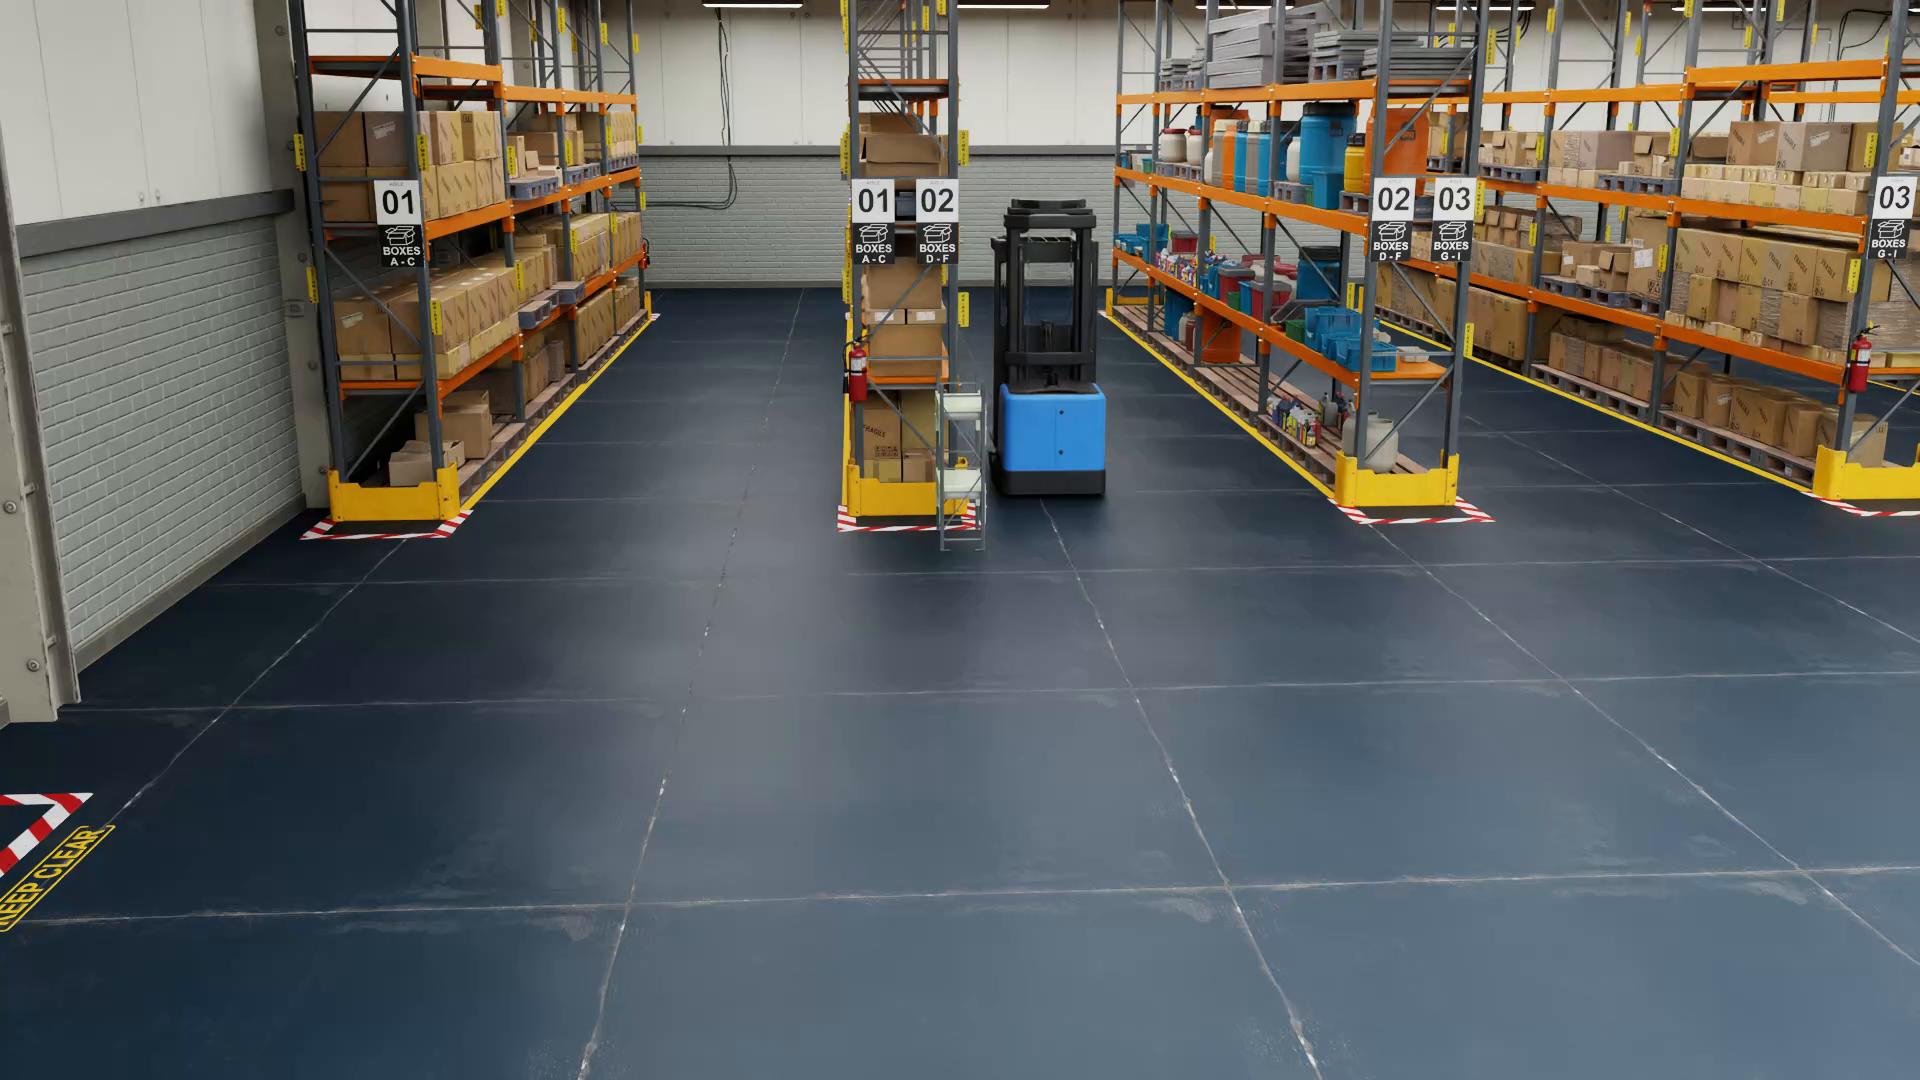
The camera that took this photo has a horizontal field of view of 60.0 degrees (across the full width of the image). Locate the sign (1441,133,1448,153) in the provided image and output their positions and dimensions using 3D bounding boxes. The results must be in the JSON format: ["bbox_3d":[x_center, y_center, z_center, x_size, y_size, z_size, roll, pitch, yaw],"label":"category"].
[{"bbox_3d":[8.068,-6.609,27.701,0.100,0.325,0.005,-1,14,-3],"label":"sign"}]

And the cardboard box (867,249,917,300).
[{"bbox_3d":[-0.580,-2.677,16.831,0.700,0.500,0.500,-1,14,-5],"label":"cardboard box"}]

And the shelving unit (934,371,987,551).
[{"bbox_3d":[0.000,-0.725,15.057,0.431,1.500,0.755,-1,14,-3],"label":"shelving unit"}]

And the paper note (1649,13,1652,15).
[{"bbox_3d":[12.847,-9.784,30.942,0.001,0.032,0.123,-1,14,-3],"label":"paper note"}]

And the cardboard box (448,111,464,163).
[{"bbox_3d":[-5.271,-4.010,16.549,0.500,0.500,0.500,0,14,-2],"label":"cardboard box"}]

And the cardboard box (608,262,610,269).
[{"bbox_3d":[-5.906,-4.455,27.011,0.380,0.149,0.250,-1,14,-3],"label":"cardboard box"}]

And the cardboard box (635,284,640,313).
[{"bbox_3d":[-6.314,-4.462,30.747,0.700,0.500,0.500,-1,14,-3],"label":"cardboard box"}]

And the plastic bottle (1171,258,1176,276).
[{"bbox_3d":[3.379,-4.300,26.199,0.097,0.271,0.097,0,14,0],"label":"plastic bottle"}]

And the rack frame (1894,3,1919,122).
[{"bbox_3d":[18.265,-8.930,31.897,1.000,3.000,0.127,-1,14,-3],"label":"rack frame"}]

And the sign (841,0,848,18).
[{"bbox_3d":[-1.311,-6.120,18.942,0.100,0.325,0.005,-1,14,-3],"label":"sign"}]

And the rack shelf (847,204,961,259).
[{"bbox_3d":[-0.646,-3.342,17.643,1.077,0.370,4.000,-1,14,-3],"label":"rack shelf"}]

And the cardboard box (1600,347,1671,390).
[{"bbox_3d":[9.055,-2.301,22.305,0.700,0.500,0.500,-2,15,-8],"label":"cardboard box"}]

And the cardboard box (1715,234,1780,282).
[{"bbox_3d":[8.955,-3.199,18.860,0.500,0.500,0.500,-1,14,-3],"label":"cardboard box"}]

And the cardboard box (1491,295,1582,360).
[{"bbox_3d":[8.848,-3.228,25.198,1.225,0.875,0.875,-2,15,-6],"label":"cardboard box"}]

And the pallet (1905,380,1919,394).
[{"bbox_3d":[13.873,-2.083,22.922,1.003,0.211,1.213,-1,14,-3],"label":"pallet"}]

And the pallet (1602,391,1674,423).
[{"bbox_3d":[9.068,-1.730,21.551,1.003,0.211,1.213,-1,14,-3],"label":"pallet"}]

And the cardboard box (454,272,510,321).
[{"bbox_3d":[-5.339,-2.721,18.561,0.500,0.500,0.500,-1,14,-4],"label":"cardboard box"}]

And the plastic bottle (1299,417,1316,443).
[{"bbox_3d":[3.882,-1.223,18.566,0.152,0.276,0.135,-1,14,-3],"label":"plastic bottle"}]

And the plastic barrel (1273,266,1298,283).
[{"bbox_3d":[4.288,-3.300,21.784,0.433,0.535,0.433,0,14,0],"label":"plastic barrel"}]

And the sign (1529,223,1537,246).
[{"bbox_3d":[8.316,-4.433,24.136,0.100,0.325,0.005,-1,14,-3],"label":"sign"}]

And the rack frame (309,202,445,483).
[{"bbox_3d":[-5.466,-1.663,15.693,1.000,3.000,0.127,-1,14,-3],"label":"rack frame"}]

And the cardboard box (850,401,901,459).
[{"bbox_3d":[-0.852,-1.104,16.691,0.500,0.500,0.500,-1,14,-3],"label":"cardboard box"}]

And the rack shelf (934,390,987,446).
[{"bbox_3d":[0.000,-1.103,14.959,0.431,0.370,0.720,-1,14,-3],"label":"rack shelf"}]

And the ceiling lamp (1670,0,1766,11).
[{"bbox_3d":[15.679,-12.387,33.619,2.000,3.185,0.800,-1,14,-3],"label":"ceiling lamp"}]

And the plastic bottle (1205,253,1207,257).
[{"bbox_3d":[3.930,-4.504,26.836,0.144,0.351,0.185,-1,14,-3],"label":"plastic bottle"}]

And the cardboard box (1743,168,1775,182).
[{"bbox_3d":[8.948,-4.051,18.455,0.380,0.149,0.250,-1,14,-5],"label":"cardboard box"}]

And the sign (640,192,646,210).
[{"bbox_3d":[-5.915,-6.322,31.004,0.100,0.325,0.005,-1,14,-3],"label":"sign"}]

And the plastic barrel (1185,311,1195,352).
[{"bbox_3d":[3.809,-3.243,25.832,0.600,0.588,0.708,-1,14,-3],"label":"plastic barrel"}]

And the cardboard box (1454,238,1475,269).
[{"bbox_3d":[8.433,-4.682,27.226,0.500,0.500,0.500,-1,14,-3],"label":"cardboard box"}]

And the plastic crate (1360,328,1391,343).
[{"bbox_3d":[4.528,-2.283,18.632,0.530,0.136,0.437,-1,14,-3],"label":"plastic crate"}]

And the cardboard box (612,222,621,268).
[{"bbox_3d":[-6.227,-4.928,27.780,0.980,0.700,0.700,-1,14,-3],"label":"cardboard box"}]

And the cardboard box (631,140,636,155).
[{"bbox_3d":[-6.147,-7.096,30.047,0.500,0.250,0.500,0,14,-2],"label":"cardboard box"}]

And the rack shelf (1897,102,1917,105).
[{"bbox_3d":[18.389,-7.890,30.103,1.077,0.370,4.000,-1,14,-3],"label":"rack shelf"}]

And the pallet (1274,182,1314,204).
[{"bbox_3d":[4.316,-3.994,19.112,1.213,0.211,1.003,-1,14,-3],"label":"pallet"}]

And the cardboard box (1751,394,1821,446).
[{"bbox_3d":[9.252,-1.345,18.630,0.500,0.500,0.500,0,14,2],"label":"cardboard box"}]

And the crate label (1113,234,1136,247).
[{"bbox_3d":[3.117,-5.676,31.508,0.416,0.233,0.303,-1,14,-3],"label":"crate label"}]

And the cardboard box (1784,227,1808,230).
[{"bbox_3d":[13.830,-5.070,27.402,0.380,0.149,0.250,-1,14,-5],"label":"cardboard box"}]

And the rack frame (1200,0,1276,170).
[{"bbox_3d":[3.926,-6.711,23.272,1.000,3.000,0.127,-1,14,-3],"label":"rack frame"}]

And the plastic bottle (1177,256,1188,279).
[{"bbox_3d":[3.436,-4.200,25.653,0.144,0.351,0.185,-1,14,-3],"label":"plastic bottle"}]

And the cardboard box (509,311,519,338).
[{"bbox_3d":[-5.382,-2.482,19.136,0.500,0.250,0.500,-1,14,-3],"label":"cardboard box"}]

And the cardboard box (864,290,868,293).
[{"bbox_3d":[-0.834,-2.581,17.757,0.380,0.149,0.250,-1,14,-4],"label":"cardboard box"}]

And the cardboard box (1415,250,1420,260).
[{"bbox_3d":[8.228,-5.018,29.235,0.380,0.149,0.250,-1,14,-2],"label":"cardboard box"}]

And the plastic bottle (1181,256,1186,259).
[{"bbox_3d":[3.536,-4.391,26.546,0.152,0.276,0.135,-1,14,-3],"label":"plastic bottle"}]

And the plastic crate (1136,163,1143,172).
[{"bbox_3d":[3.220,-6.436,28.752,0.293,0.136,0.466,-1,14,-3],"label":"plastic crate"}]

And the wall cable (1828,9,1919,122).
[{"bbox_3d":[21.165,-10.403,37.547,2.988,3.039,0.133,-1,14,-3],"label":"wall cable"}]

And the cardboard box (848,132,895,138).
[{"bbox_3d":[-1.002,-4.378,18.901,0.500,0.500,0.500,0,14,1],"label":"cardboard box"}]

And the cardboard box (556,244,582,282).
[{"bbox_3d":[-5.736,-3.979,23.858,0.500,0.500,0.500,0,14,-2],"label":"cardboard box"}]

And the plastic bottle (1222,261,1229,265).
[{"bbox_3d":[4.136,-4.203,25.814,0.152,0.276,0.135,-1,14,-3],"label":"plastic bottle"}]

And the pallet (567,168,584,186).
[{"bbox_3d":[-6.055,-5.173,23.694,1.213,0.211,1.003,0,14,-1],"label":"pallet"}]

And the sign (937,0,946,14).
[{"bbox_3d":[-0.214,-6.172,18.986,0.100,0.325,0.005,-1,14,-3],"label":"sign"}]

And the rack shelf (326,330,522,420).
[{"bbox_3d":[-5.590,-1.812,17.716,1.077,0.370,4.000,-1,14,-3],"label":"rack shelf"}]

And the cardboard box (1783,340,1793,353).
[{"bbox_3d":[9.086,-2.087,17.846,0.380,0.149,0.250,-1,14,-3],"label":"cardboard box"}]

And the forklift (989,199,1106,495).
[{"bbox_3d":[0.894,-2.188,17.871,1.130,2.935,3.031,-1,14,-2],"label":"forklift"}]

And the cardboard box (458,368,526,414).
[{"bbox_3d":[-5.776,-1.843,20.526,0.700,0.500,0.500,0,14,-2],"label":"cardboard box"}]
